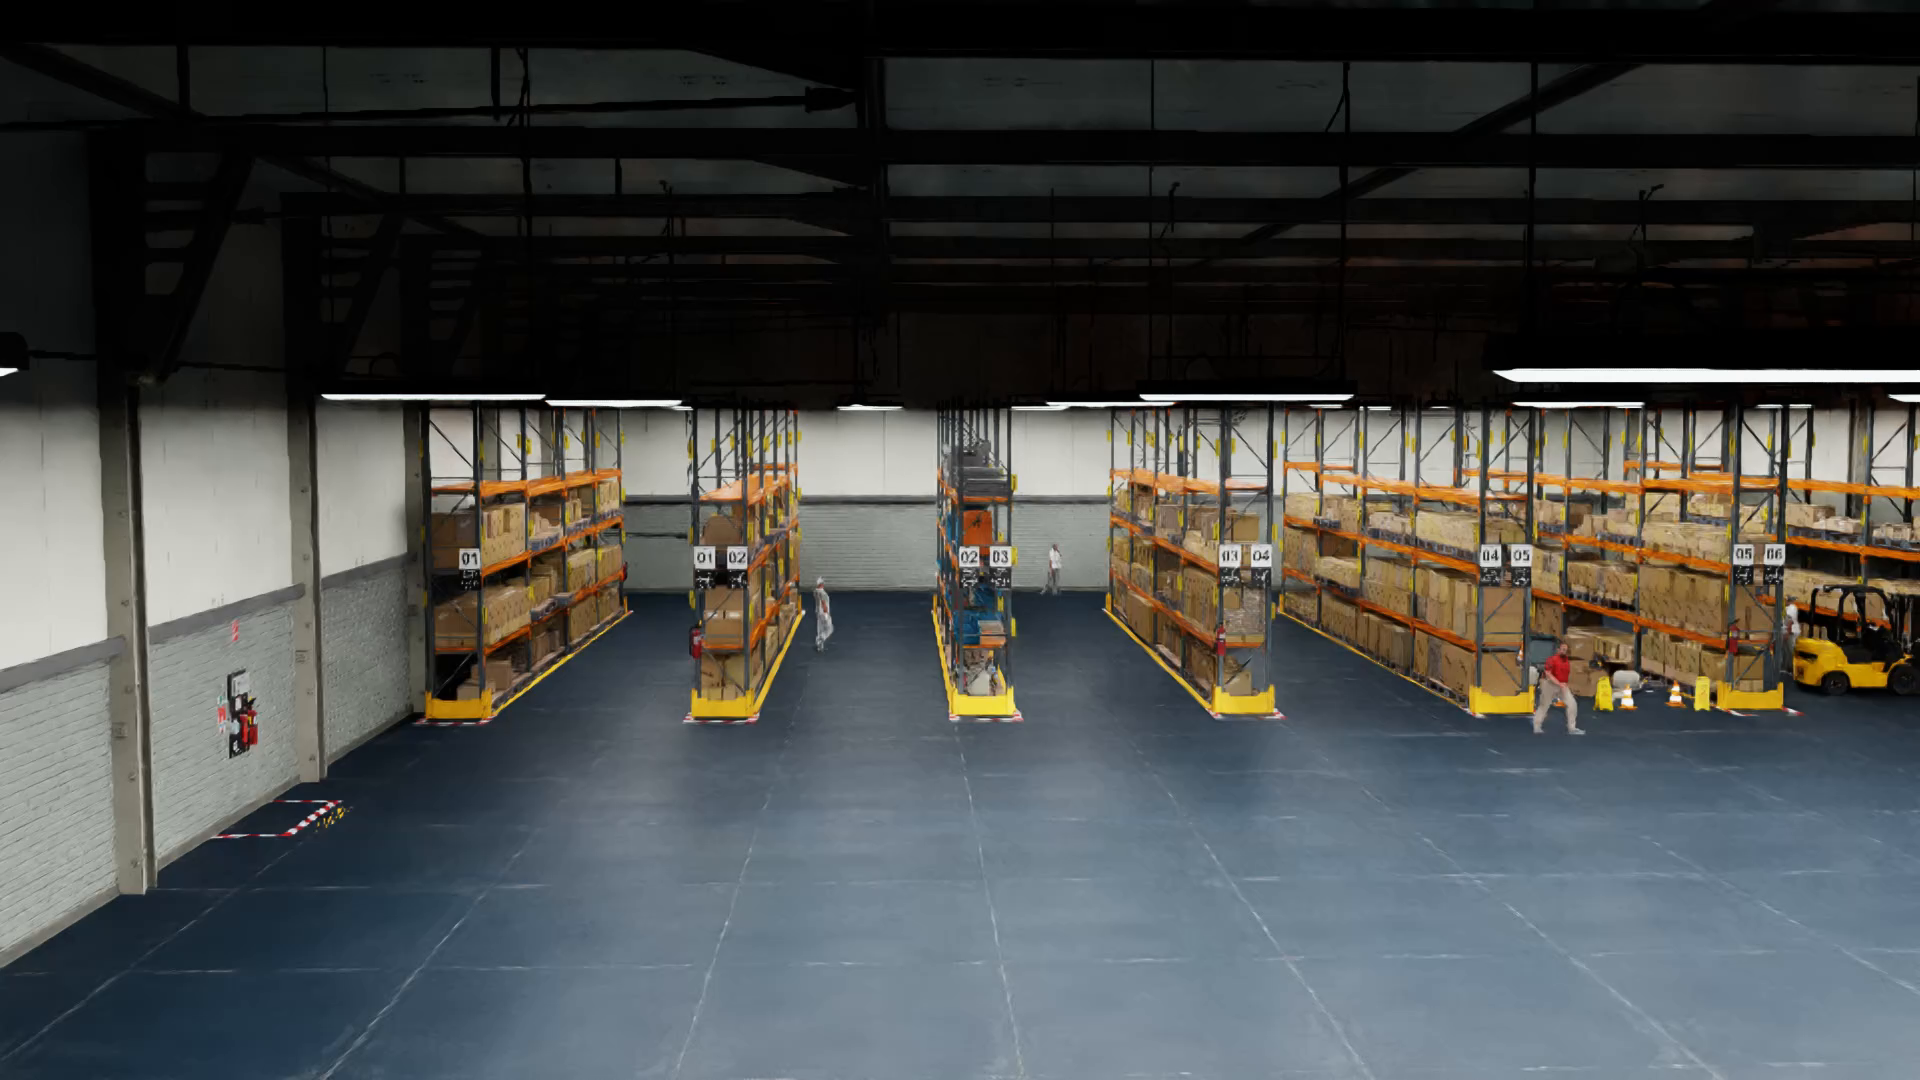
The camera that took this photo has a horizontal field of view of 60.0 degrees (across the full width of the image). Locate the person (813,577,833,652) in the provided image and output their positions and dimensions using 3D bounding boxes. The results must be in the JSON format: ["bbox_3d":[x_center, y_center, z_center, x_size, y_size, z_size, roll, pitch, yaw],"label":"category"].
[{"bbox_3d":[-3.294,1.776,39.531,0.443,1.786,0.594,-3,5,-30],"label":"person"}]

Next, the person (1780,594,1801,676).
[{"bbox_3d":[18.011,2.042,36.168,0.580,1.746,0.654,2,5,26],"label":"person"}]

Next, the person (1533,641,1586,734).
[{"bbox_3d":[10.578,2.609,29.459,0.691,1.668,0.793,-2,5,-23],"label":"person"}]

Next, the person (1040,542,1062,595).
[{"bbox_3d":[2.843,0.884,52.002,0.488,1.667,0.671,4,6,42],"label":"person"}]
